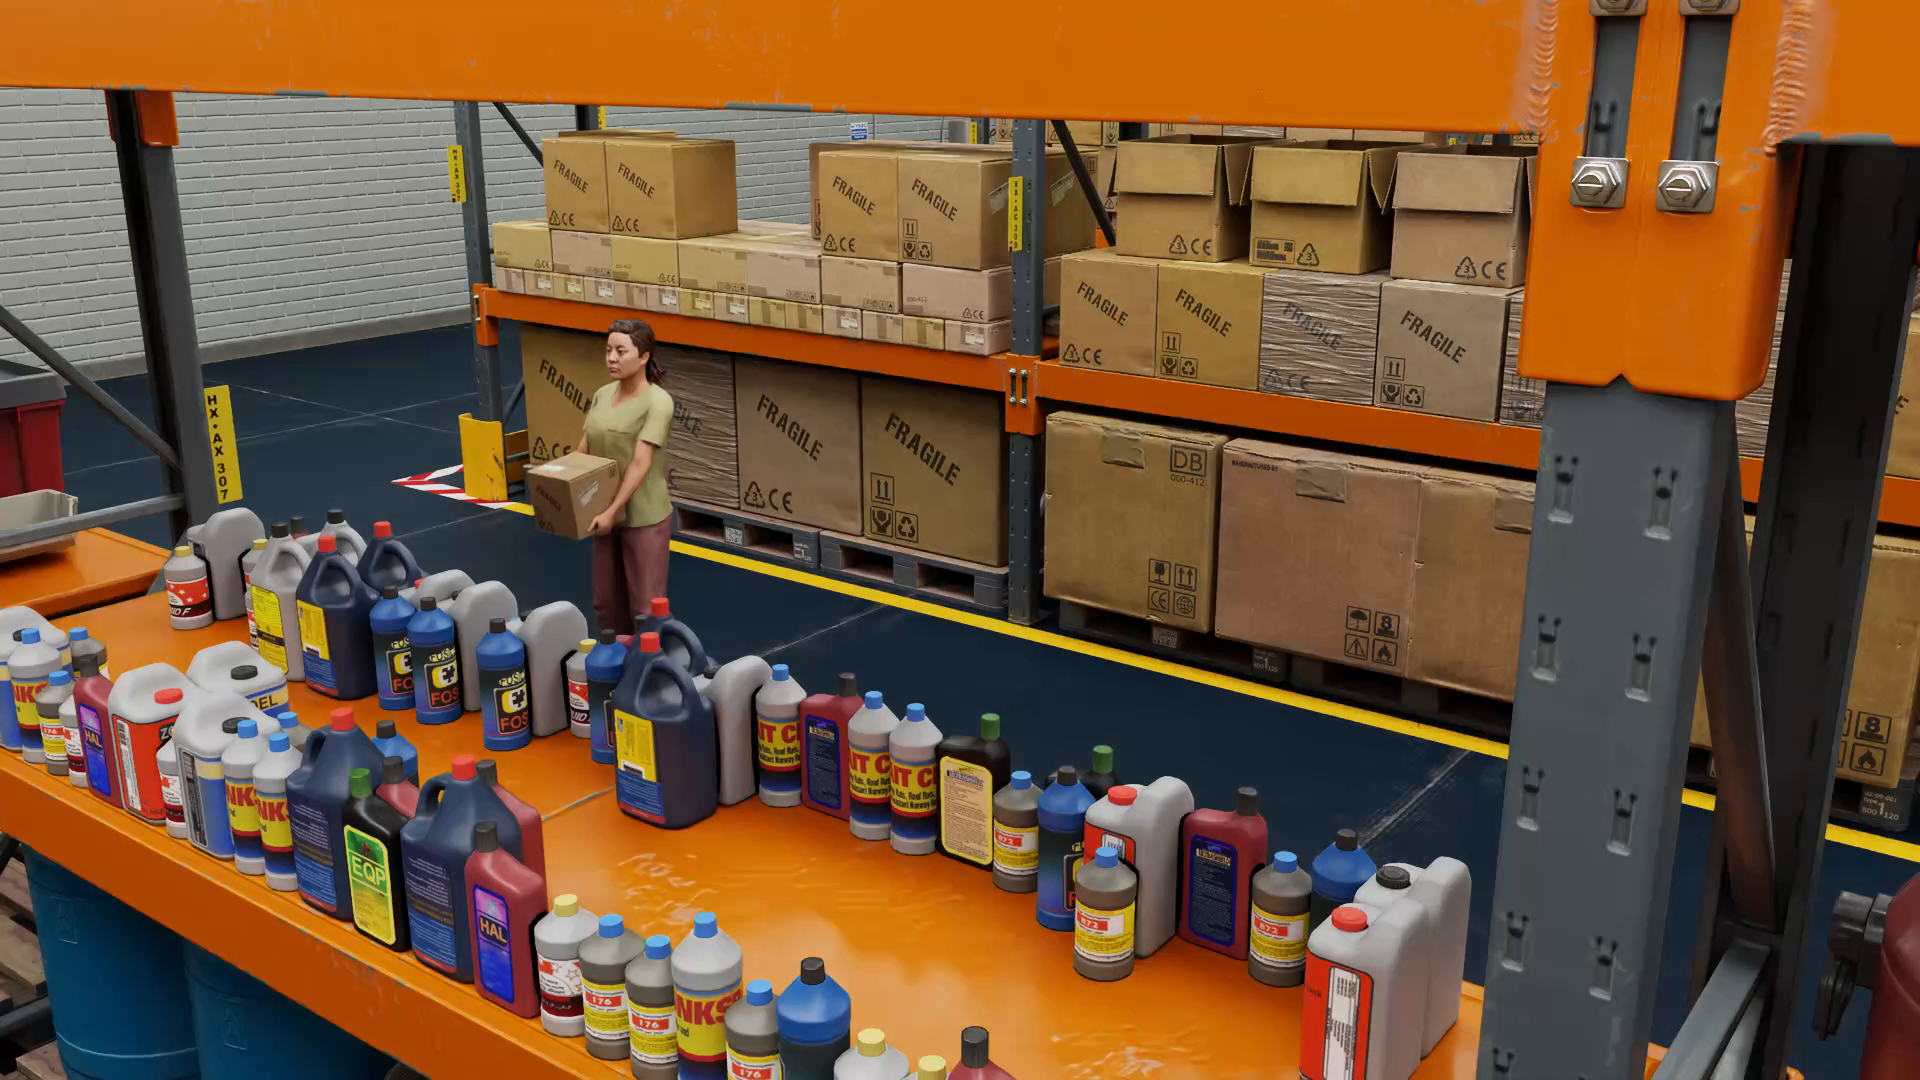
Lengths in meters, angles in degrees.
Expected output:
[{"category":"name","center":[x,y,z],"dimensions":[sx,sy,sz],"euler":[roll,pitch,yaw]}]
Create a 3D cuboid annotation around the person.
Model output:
[{"category":"person","center":[-1.383,-0.051,6.734],"dimensions":[0.420,1.668,0.538],"euler":[12,20,35]}]
